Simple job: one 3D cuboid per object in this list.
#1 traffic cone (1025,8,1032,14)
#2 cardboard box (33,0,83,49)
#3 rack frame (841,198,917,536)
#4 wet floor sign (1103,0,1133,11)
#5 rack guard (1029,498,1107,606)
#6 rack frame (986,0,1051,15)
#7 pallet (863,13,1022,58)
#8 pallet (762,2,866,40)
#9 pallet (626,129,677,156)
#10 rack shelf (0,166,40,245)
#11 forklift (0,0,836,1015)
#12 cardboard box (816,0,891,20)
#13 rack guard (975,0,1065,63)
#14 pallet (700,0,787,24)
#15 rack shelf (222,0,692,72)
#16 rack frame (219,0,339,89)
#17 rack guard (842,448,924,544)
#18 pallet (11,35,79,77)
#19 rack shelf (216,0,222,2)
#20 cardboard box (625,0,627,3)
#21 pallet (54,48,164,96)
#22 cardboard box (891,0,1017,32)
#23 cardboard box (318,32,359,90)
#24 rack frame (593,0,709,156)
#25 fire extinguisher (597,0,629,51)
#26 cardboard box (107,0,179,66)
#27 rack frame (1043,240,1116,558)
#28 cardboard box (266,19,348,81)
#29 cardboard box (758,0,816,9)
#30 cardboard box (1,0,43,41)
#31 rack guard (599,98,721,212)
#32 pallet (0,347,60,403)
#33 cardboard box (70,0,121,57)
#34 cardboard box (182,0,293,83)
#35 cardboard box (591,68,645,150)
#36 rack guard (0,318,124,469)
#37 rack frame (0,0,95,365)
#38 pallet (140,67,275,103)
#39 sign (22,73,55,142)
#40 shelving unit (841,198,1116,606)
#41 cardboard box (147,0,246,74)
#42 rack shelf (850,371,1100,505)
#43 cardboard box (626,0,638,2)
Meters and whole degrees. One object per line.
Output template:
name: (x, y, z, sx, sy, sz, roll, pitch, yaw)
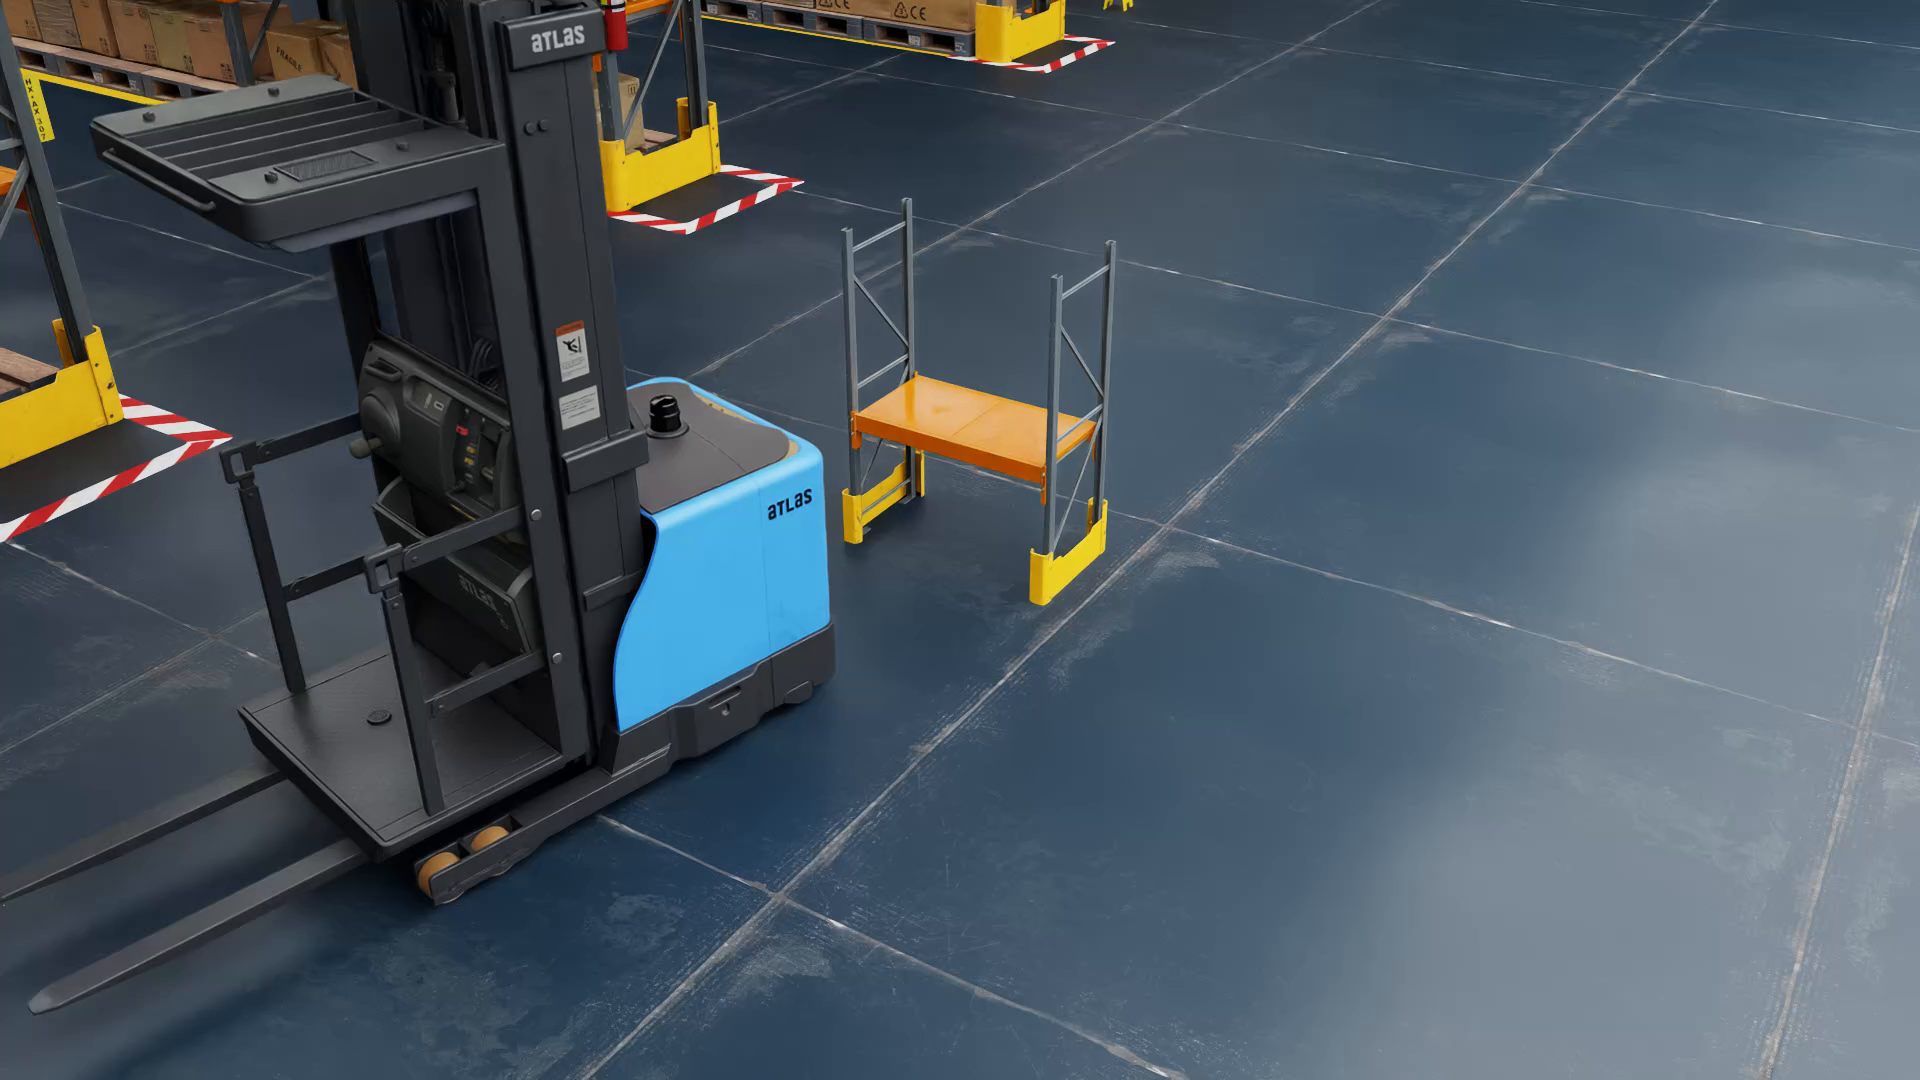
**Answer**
traffic cone: (0.859, -5.608, 16.904, 0.334, 0.463, 0.336, 18, 35, 27)
cardboard box: (-7.889, -4.805, 15.054, 0.500, 0.500, 0.700, 15, 33, 23)
rack frame: (-0.358, -0.761, 7.566, 0.032, 1.500, 0.500, 18, 35, 27)
wet floor sign: (1.631, -5.776, 17.010, 0.232, 0.644, 0.267, 12, 32, 19)
rack guard: (0.486, 0.046, 7.423, 0.087, 0.250, 0.587, 18, 35, 27)
rack frame: (0.554, -5.956, 14.982, 0.127, 3.000, 1.000, 18, 35, 27)
pallet: (-0.165, -4.932, 15.994, 1.213, 0.211, 1.003, 18, 35, 27)
pallet: (-1.194, -5.259, 16.555, 1.213, 0.211, 1.003, 18, 35, 27)
pallet: (-2.902, -2.914, 12.536, 1.213, 0.211, 1.003, 18, 35, 27)
rack shelf: (-6.495, -1.977, 8.876, 4.000, 0.370, 1.077, 18, 35, 27)
forklift: (-1.898, -0.330, 5.408, 3.031, 2.935, 1.130, -27, 39, -38)
cardboard box: (-0.802, -5.608, 16.077, 0.875, 0.875, 0.875, 17, 34, 27)
rack guard: (0.574, -4.869, 15.601, 0.348, 0.500, 1.175, 18, 35, 27)
pallet: (-2.231, -5.586, 17.115, 1.213, 0.211, 1.003, 18, 35, 27)
rack shelf: (-3.862, -4.091, 12.499, 4.000, 0.370, 1.077, 18, 35, 27)
rack frame: (-5.556, -4.937, 13.236, 0.127, 3.000, 1.000, 18, 35, 27)
rack guard: (-0.357, -0.221, 7.881, 0.087, 0.250, 0.587, 18, 35, 27)
pallet: (-8.283, -4.594, 15.416, 1.213, 0.211, 1.003, 18, 35, 27)
rack shelf: (-7.250, -5.162, 14.336, 4.000, 0.370, 1.077, 18, 35, 27)
cardboard box: (-2.519, -3.746, 11.443, 0.250, 0.149, 0.380, 18, 35, 27)
pallet: (-7.254, -4.267, 14.855, 1.213, 0.211, 1.003, 18, 35, 27)
cardboard box: (-0.055, -5.373, 15.674, 0.875, 0.875, 0.875, 18, 35, 28)
cardboard box: (-4.750, -3.765, 13.290, 0.500, 0.500, 0.500, -23, 37, -33)
rack frame: (-2.168, -3.866, 11.400, 0.127, 3.000, 1.000, 18, 35, 27)
fire extinguisher: (-2.316, -3.605, 11.029, 0.183, 0.674, 0.296, 18, 35, 27)
cardboard box: (-6.933, -4.507, 14.543, 0.500, 0.500, 0.700, 14, 33, 23)
rack frame: (0.503, -0.489, 7.099, 0.032, 1.500, 0.500, 18, 35, 27)
cardboard box: (-5.239, -3.915, 13.548, 0.500, 0.500, 0.500, 16, 34, 26)
cardboard box: (-1.573, -5.853, 16.497, 0.875, 0.875, 0.875, 18, 35, 28)
cardboard box: (-8.366, -4.948, 15.299, 0.500, 0.500, 0.700, 16, 34, 25)
rack guard: (-2.233, -2.806, 12.064, 0.348, 0.500, 1.175, 18, 35, 27)
pallet: (-5.576, -0.768, 8.856, 1.213, 0.211, 1.003, 18, 35, 27)
cardboard box: (-7.406, -4.656, 14.799, 0.500, 0.500, 0.700, 21, 36, 31)
cardboard box: (-6.065, -4.221, 14.053, 0.500, 0.500, 0.700, 15, 33, 24)
cardboard box: (-2.688, -3.142, 12.223, 0.500, 0.500, 0.500, 25, 39, 36)
rack guard: (-4.891, -0.672, 8.406, 0.348, 0.500, 1.175, 18, 35, 27)
rack frame: (-4.801, -1.752, 7.776, 0.127, 3.000, 1.000, 18, 35, 27)
pallet: (-6.216, -3.941, 14.296, 1.213, 0.211, 1.003, 18, 35, 27)
sign: (-4.505, -2.105, 8.107, 0.005, 0.325, 0.100, 18, 35, 27)
shelving unit: (0.065, -0.627, 7.337, 1.083, 1.500, 0.587, 18, 35, 27)
cardboard box: (-6.459, -4.357, 14.286, 0.500, 0.500, 0.700, 17, 34, 27)
rack shelf: (0.072, -0.470, 7.424, 1.000, 0.185, 0.538, 18, 35, 27)
cardboard box: (-2.283, -3.935, 11.768, 0.250, 0.149, 0.380, 18, 35, 27)
